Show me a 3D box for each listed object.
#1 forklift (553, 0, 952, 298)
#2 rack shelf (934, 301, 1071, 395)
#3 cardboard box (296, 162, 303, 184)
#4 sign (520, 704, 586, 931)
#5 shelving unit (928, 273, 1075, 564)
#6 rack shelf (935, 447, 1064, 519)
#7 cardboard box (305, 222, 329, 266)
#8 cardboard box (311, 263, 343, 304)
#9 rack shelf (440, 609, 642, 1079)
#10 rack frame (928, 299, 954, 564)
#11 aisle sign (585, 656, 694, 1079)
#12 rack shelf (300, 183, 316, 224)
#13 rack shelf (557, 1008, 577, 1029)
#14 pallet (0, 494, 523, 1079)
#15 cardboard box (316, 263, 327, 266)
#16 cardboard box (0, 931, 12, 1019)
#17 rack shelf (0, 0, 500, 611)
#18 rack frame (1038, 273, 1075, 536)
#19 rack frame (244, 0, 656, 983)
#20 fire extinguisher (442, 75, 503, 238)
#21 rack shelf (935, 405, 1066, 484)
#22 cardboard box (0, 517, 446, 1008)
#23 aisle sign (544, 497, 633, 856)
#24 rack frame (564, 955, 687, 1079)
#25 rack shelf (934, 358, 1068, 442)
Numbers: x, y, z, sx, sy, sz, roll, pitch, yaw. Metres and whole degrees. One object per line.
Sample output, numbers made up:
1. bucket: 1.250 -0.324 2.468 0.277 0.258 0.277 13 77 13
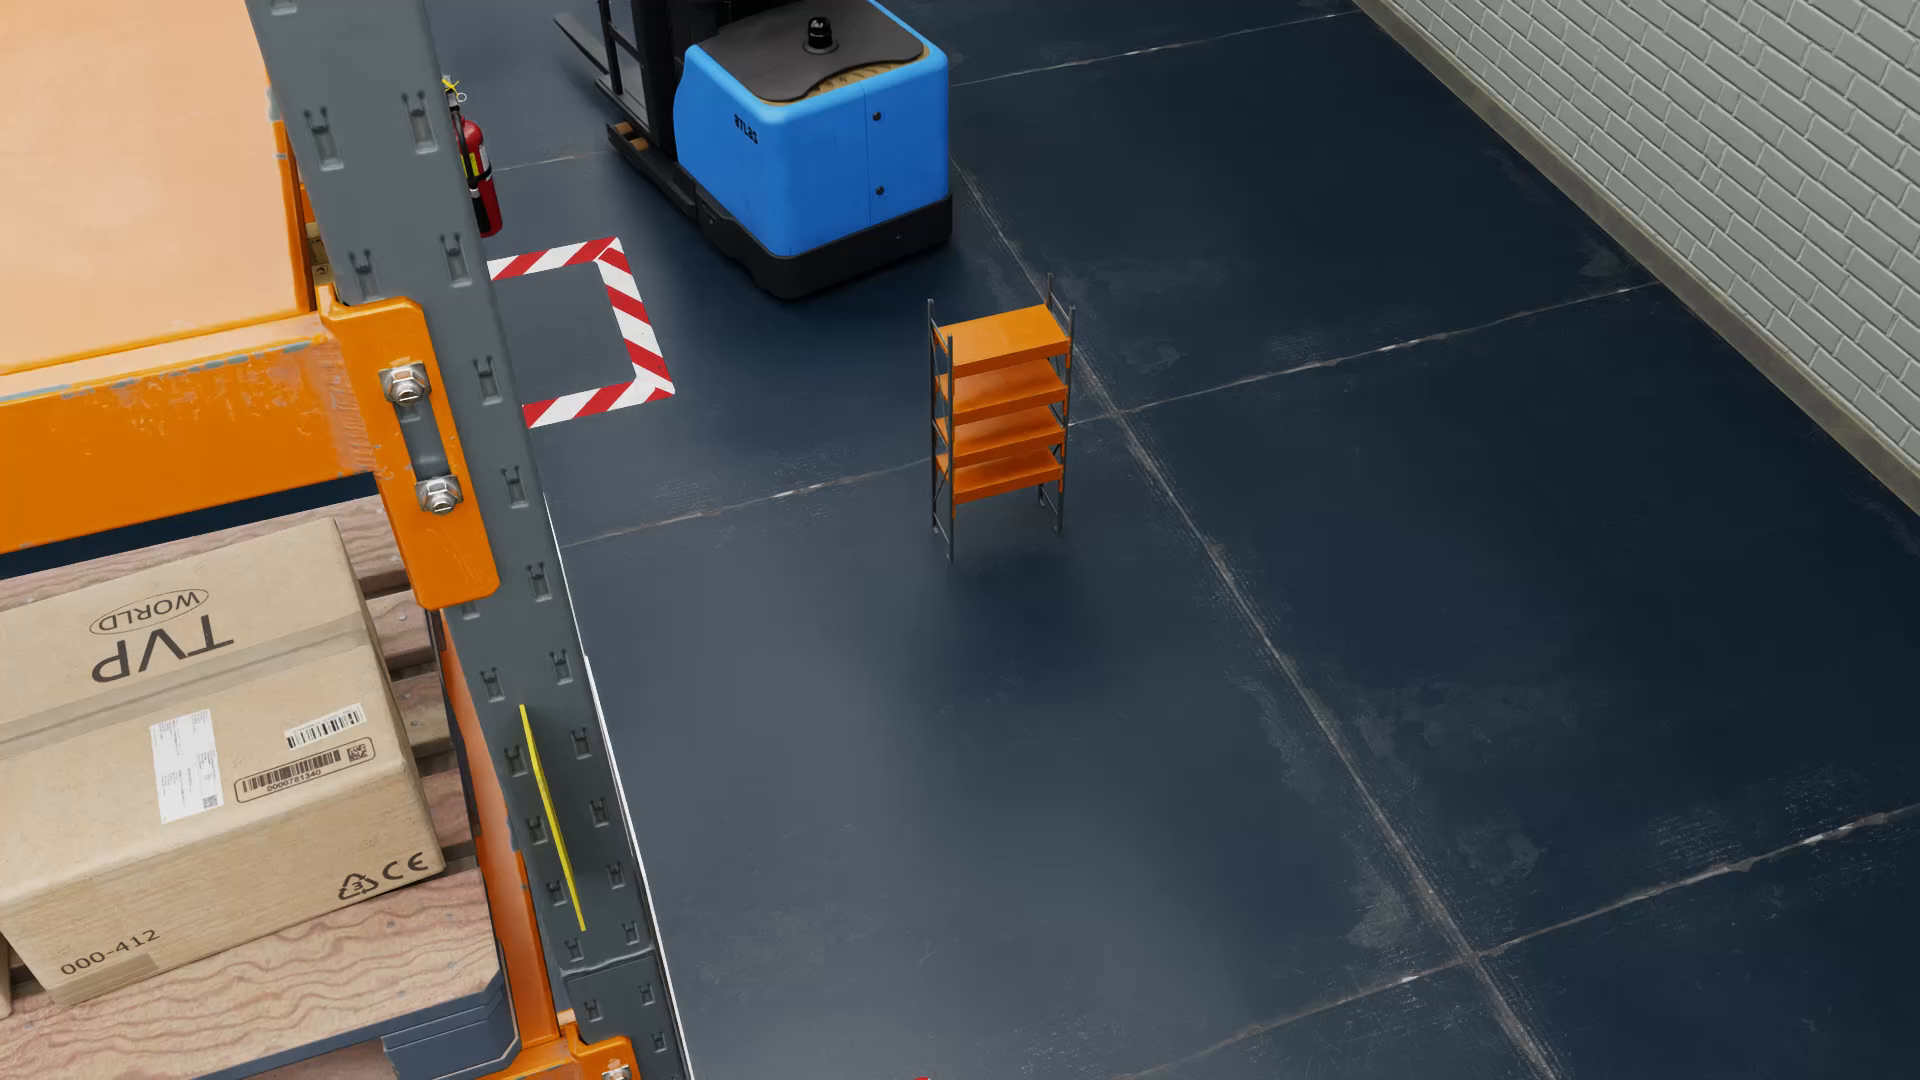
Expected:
1. forklift: -1.282 -3.231 8.210 1.130 2.935 3.031 -26 50 -23
2. rack shelf: 0.156 -0.741 6.396 0.480 0.148 0.258 -14 47 -14
3. cardboard box: -2.629 -1.613 6.727 0.250 0.149 0.380 -14 47 -14
4. sign: -0.471 0.326 1.929 0.005 0.325 0.100 -14 47 -14
5. shelving unit: 0.156 -0.463 6.674 0.503 1.200 0.258 -14 47 -14
6. rack shelf: 0.156 -0.276 6.862 0.480 0.148 0.258 -14 47 -14
7. cardboard box: -3.026 -1.421 7.654 0.250 0.149 0.380 -16 47 -16
8. cardboard box: -2.830 -1.024 7.259 0.250 0.149 0.380 -14 47 -13
9. rack shelf: -2.524 0.981 2.354 4.000 0.370 1.077 -14 47 -14
10. rack frame: -0.074 -0.405 6.616 0.015 1.200 0.240 -14 47 -14
11. aisle sign: -0.470 0.576 2.532 0.004 0.787 0.394 -14 47 -14
12. rack shelf: -4.299 -1.234 6.679 4.000 0.370 1.077 -14 47 -14
13. rack shelf: -2.524 2.040 3.417 4.000 0.370 1.077 -14 47 -14
14. pallet: -1.337 0.463 2.425 1.213 0.211 1.003 -14 47 -14
15. cardboard box: -2.998 -1.261 7.704 0.250 0.149 0.380 -13 46 -12
16. cardboard box: -1.402 0.473 2.162 0.250 0.149 0.380 -18 48 -17
17. rack shelf: -2.524 0.063 1.433 4.000 0.370 1.077 -14 47 -14
18. rack frame: 0.385 -0.522 6.732 0.015 1.200 0.240 -14 47 -14
19. rack frame: -0.643 -0.813 1.516 0.127 3.000 1.000 -14 47 -14
20. fire extinguisher: -2.025 -1.563 6.817 0.183 0.674 0.296 -14 47 -14
21. rack shelf: 0.156 -0.416 6.722 0.480 0.148 0.258 -14 47 -14
22. cardboard box: -1.035 0.283 2.280 0.500 0.250 0.500 -18 48 -17
23. aisle sign: -0.673 0.177 2.930 0.004 0.787 0.394 -14 47 -14
24. rack frame: -0.643 1.305 3.641 0.127 3.000 1.000 -14 47 -14
25. rack shelf: 0.156 -0.574 6.563 0.480 0.148 0.258 -14 47 -14
